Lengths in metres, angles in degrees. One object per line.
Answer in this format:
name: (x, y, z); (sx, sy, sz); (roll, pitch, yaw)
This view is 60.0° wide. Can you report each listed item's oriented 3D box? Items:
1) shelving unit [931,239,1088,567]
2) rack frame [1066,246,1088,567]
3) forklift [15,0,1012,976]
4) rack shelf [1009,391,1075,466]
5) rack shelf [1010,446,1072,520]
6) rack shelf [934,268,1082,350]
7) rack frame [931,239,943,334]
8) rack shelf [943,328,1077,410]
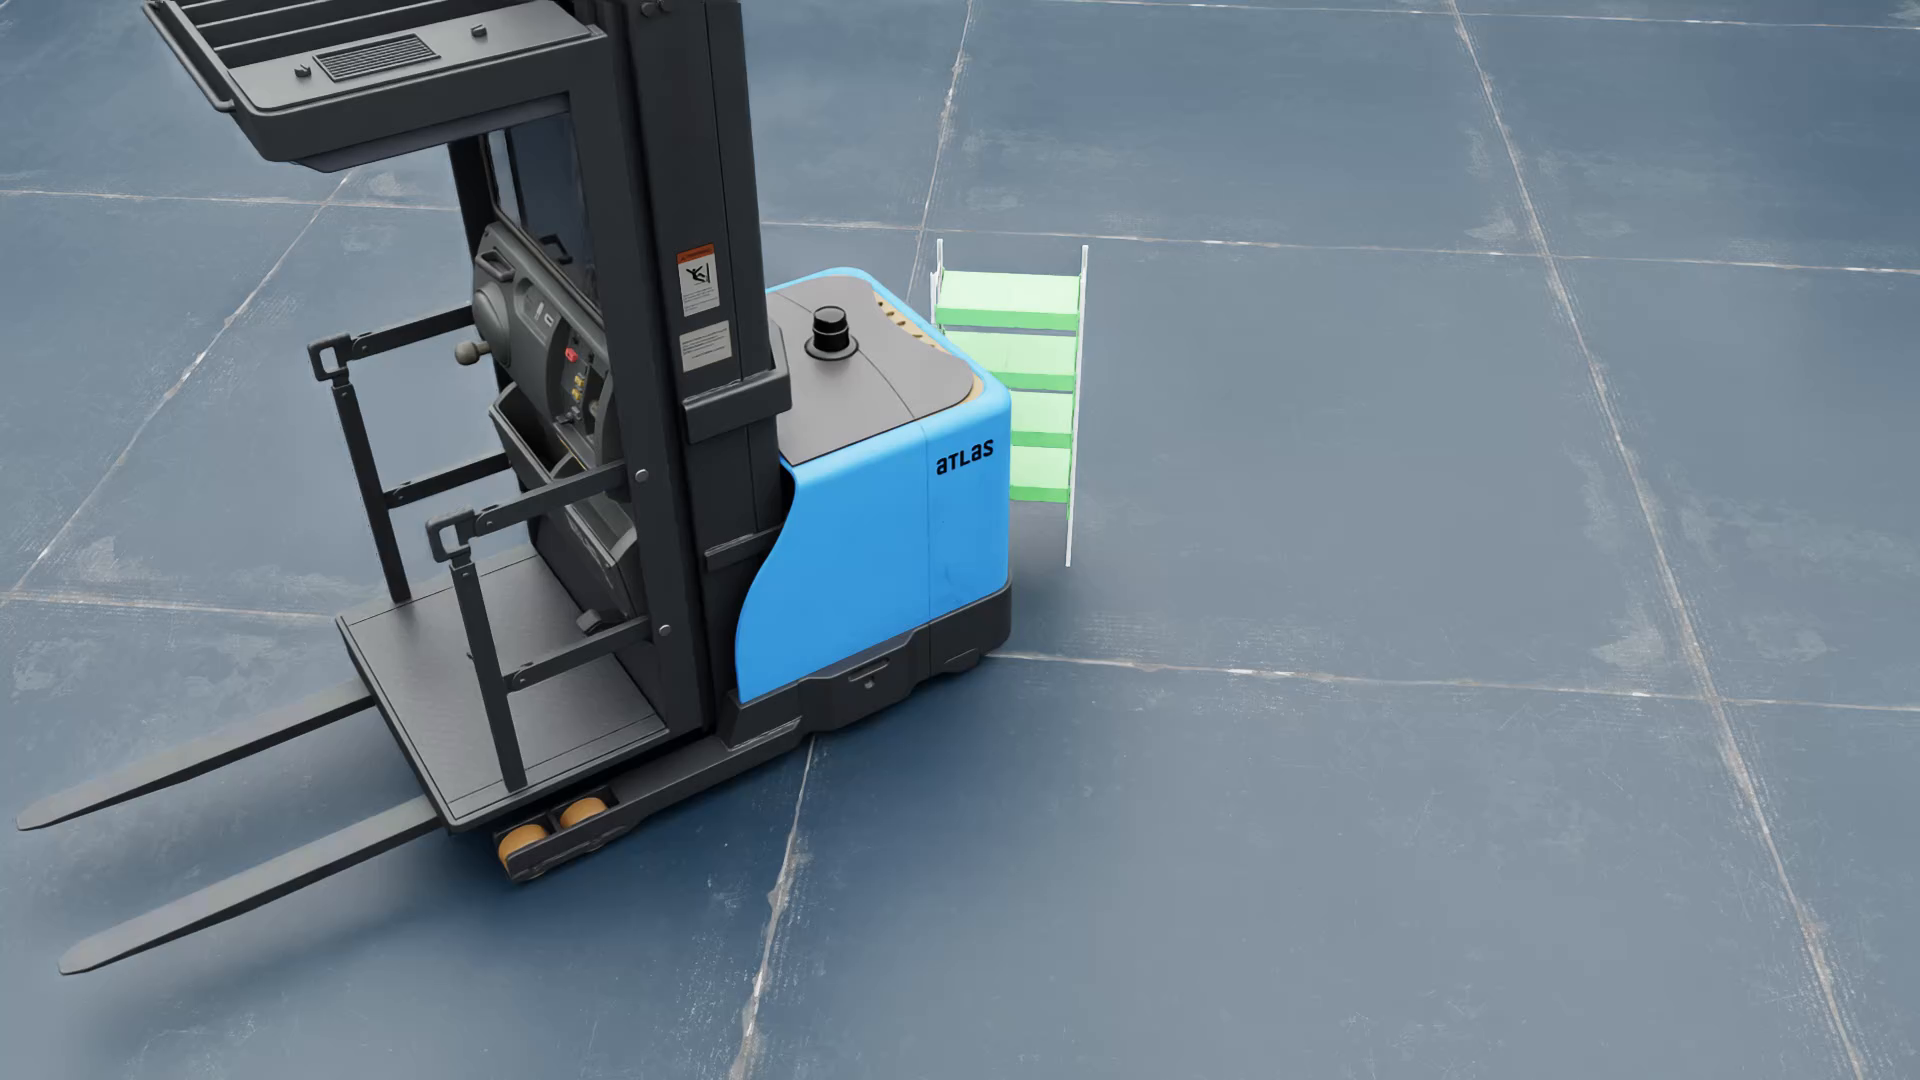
shelving unit: (0.166, -0.457, 5.861); (0.503, 1.200, 0.258); (3, 39, 4)
rack frame: (0.409, -0.443, 5.844); (0.015, 1.200, 0.240); (3, 39, 4)
forklift: (-1.335, -0.500, 4.542); (3.031, 2.935, 1.130); (-23, 44, -25)
rack shelf: (0.166, -0.407, 5.901); (0.480, 0.148, 0.258); (3, 39, 4)
rack shelf: (0.165, -0.221, 6.052); (0.480, 0.148, 0.258); (3, 39, 4)
rack shelf: (0.166, -0.780, 5.598); (0.480, 0.148, 0.258); (3, 39, 4)
rack frame: (-0.077, -0.470, 5.877); (0.015, 1.200, 0.240); (3, 39, 4)
rack shelf: (0.166, -0.593, 5.749); (0.480, 0.148, 0.258); (3, 39, 4)
